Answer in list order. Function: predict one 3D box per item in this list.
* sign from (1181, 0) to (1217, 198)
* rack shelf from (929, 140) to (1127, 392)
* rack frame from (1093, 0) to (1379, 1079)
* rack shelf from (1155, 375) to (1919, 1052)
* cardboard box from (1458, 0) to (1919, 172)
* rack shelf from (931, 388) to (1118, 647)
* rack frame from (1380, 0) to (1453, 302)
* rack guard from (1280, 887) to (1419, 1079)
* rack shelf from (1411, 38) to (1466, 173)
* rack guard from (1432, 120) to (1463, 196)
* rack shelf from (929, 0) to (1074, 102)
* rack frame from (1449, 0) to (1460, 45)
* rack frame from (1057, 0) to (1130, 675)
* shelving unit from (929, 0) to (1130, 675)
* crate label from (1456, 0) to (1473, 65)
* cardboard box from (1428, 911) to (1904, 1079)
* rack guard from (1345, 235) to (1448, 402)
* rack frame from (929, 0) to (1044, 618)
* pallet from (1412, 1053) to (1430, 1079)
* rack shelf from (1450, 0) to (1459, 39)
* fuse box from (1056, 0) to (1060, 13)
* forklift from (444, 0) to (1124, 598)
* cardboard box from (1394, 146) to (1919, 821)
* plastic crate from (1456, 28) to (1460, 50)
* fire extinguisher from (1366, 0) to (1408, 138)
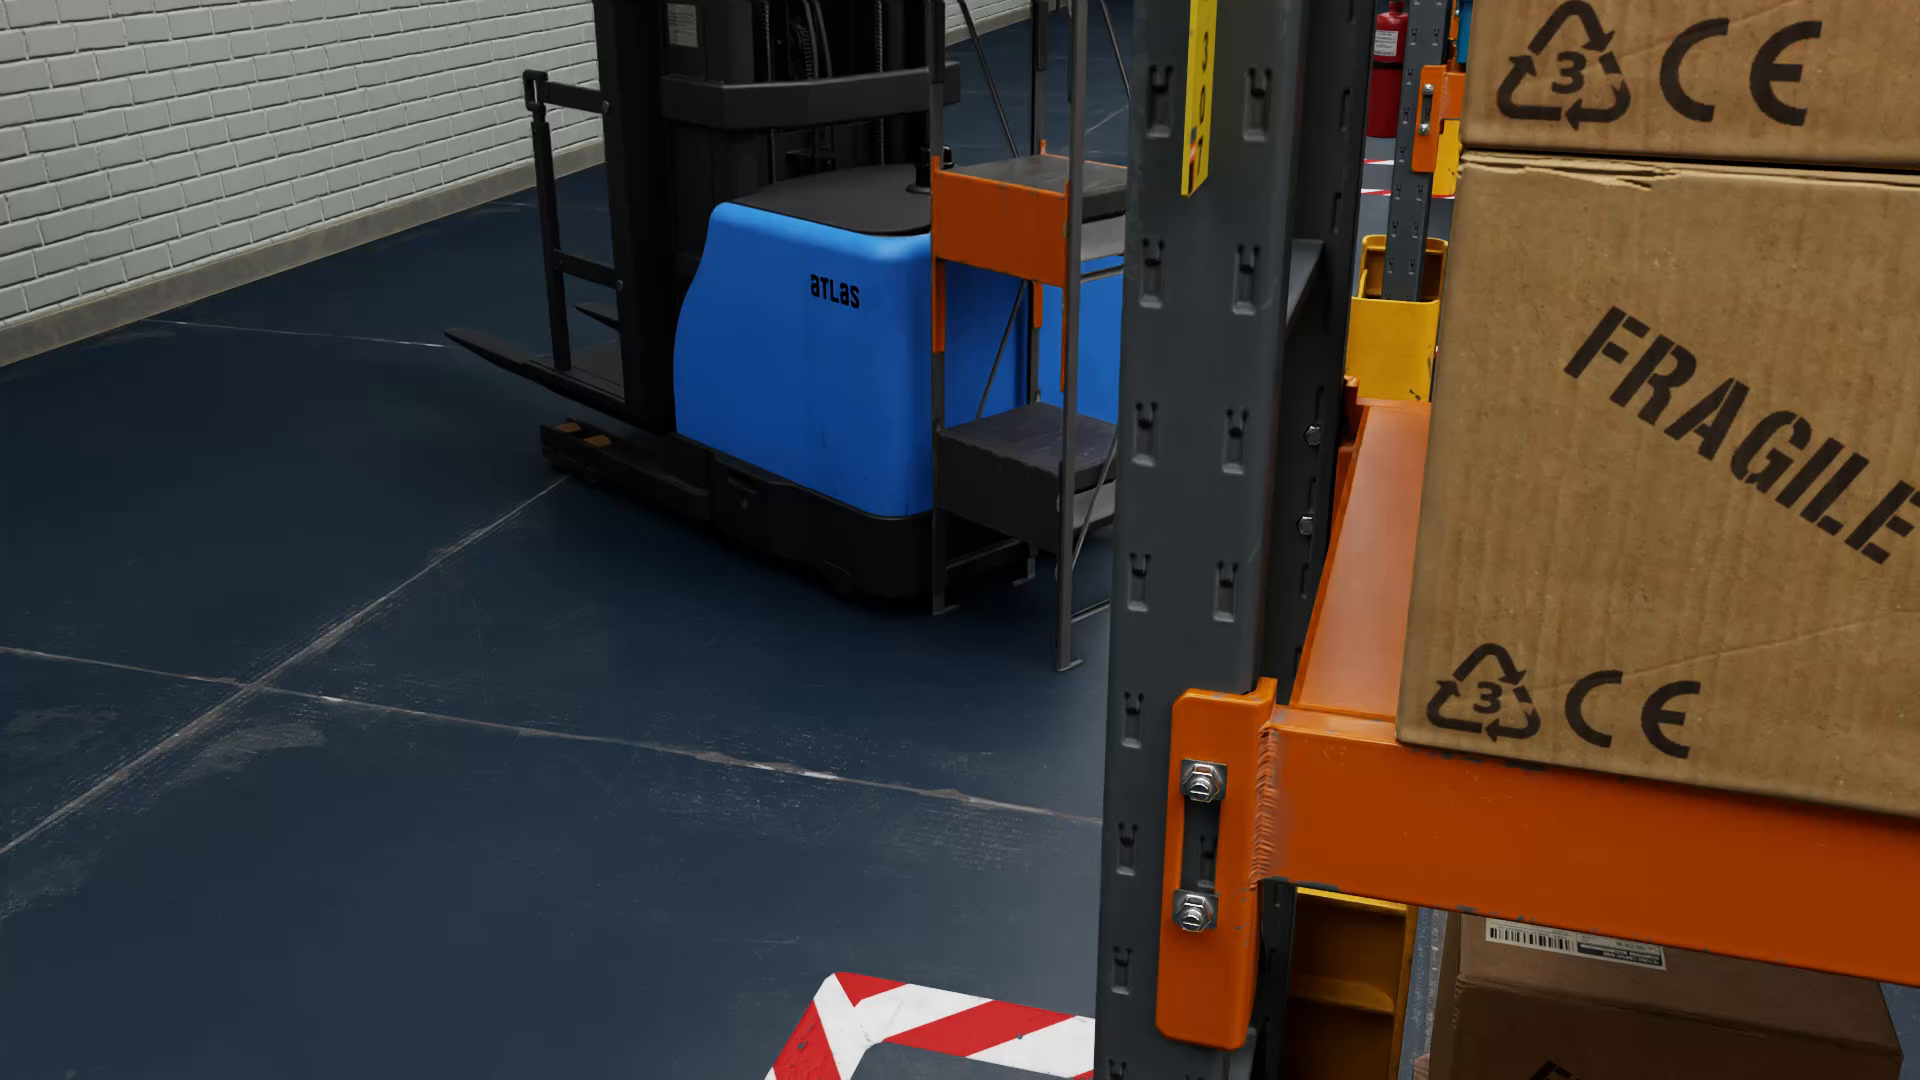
[{"bbox_3d":[0.178,-0.418,1.195,0.005,0.325,0.100,7,23,16],"label":"sign"},{"bbox_3d":[0.241,-0.724,4.304,0.431,0.518,0.480,-20,29,-39],"label":"rack shelf"},{"bbox_3d":[0.334,-0.213,1.837,0.053,2.616,0.949,7,23,16],"label":"rack frame"},{"bbox_3d":[2.249,0.338,1.442,4.000,0.370,1.077,7,23,16],"label":"rack shelf"},{"bbox_3d":[0.683,-0.579,1.279,0.500,0.500,0.500,7,23,17],"label":"cardboard box"},{"bbox_3d":[0.240,-0.076,4.569,0.431,0.518,0.480,-20,29,-39],"label":"rack shelf"},{"bbox_3d":[1.769,-2.014,6.227,0.127,3.000,1.000,7,23,16],"label":"rack frame"},{"bbox_3d":[0.407,0.950,2.294,0.348,0.500,1.175,7,23,16],"label":"rack guard"},{"bbox_3d":[3.684,-1.462,5.829,4.000,0.370,1.077,7,23,16],"label":"rack shelf"},{"bbox_3d":[3.177,-2.659,11.095,0.348,0.500,1.175,7,23,16],"label":"rack guard"},{"bbox_3d":[0.241,-1.371,4.038,0.431,0.518,0.480,-20,29,-39],"label":"rack shelf"},{"bbox_3d":[3.200,-3.813,10.614,0.127,3.000,1.000,7,23,16],"label":"rack frame"},{"bbox_3d":[0.407,-0.669,4.134,0.400,2.100,0.015,-20,29,-39],"label":"rack frame"},{"bbox_3d":[0.241,-0.736,4.299,0.431,2.100,0.503,-20,29,-39],"label":"shelving unit"},{"bbox_3d":[1.910,-1.817,5.889,0.303,0.233,0.416,7,23,16],"label":"crate label"},{"bbox_3d":[0.926,0.709,2.304,0.500,0.500,0.500,7,23,16],"label":"cardboard box"},{"bbox_3d":[1.742,-0.855,6.696,0.348,0.500,1.175,7,23,16],"label":"rack guard"},{"bbox_3d":[0.074,-0.804,4.463,0.400,2.100,0.015,-20,29,-39],"label":"rack frame"},{"bbox_3d":[1.171,1.171,2.137,1.213,0.211,1.003,7,23,16],"label":"pallet"},{"bbox_3d":[5.114,-3.261,10.216,4.000,0.370,1.077,7,23,16],"label":"rack shelf"},{"bbox_3d":[1.404,-8.175,22.944,0.414,1.711,0.539,7,23,16],"label":"fuse box"},{"bbox_3d":[-0.831,-1.666,5.469,1.130,2.935,3.031,-19,29,-39],"label":"forklift"},{"bbox_3d":[0.683,-0.116,1.469,0.500,0.500,0.500,7,23,17],"label":"cardboard box"},{"bbox_3d":[2.143,-2.089,6.284,0.499,0.435,0.616,7,23,16],"label":"plastic crate"},{"bbox_3d":[1.756,-1.987,6.755,0.183,0.674,0.296,7,23,16],"label":"fire extinguisher"}]
